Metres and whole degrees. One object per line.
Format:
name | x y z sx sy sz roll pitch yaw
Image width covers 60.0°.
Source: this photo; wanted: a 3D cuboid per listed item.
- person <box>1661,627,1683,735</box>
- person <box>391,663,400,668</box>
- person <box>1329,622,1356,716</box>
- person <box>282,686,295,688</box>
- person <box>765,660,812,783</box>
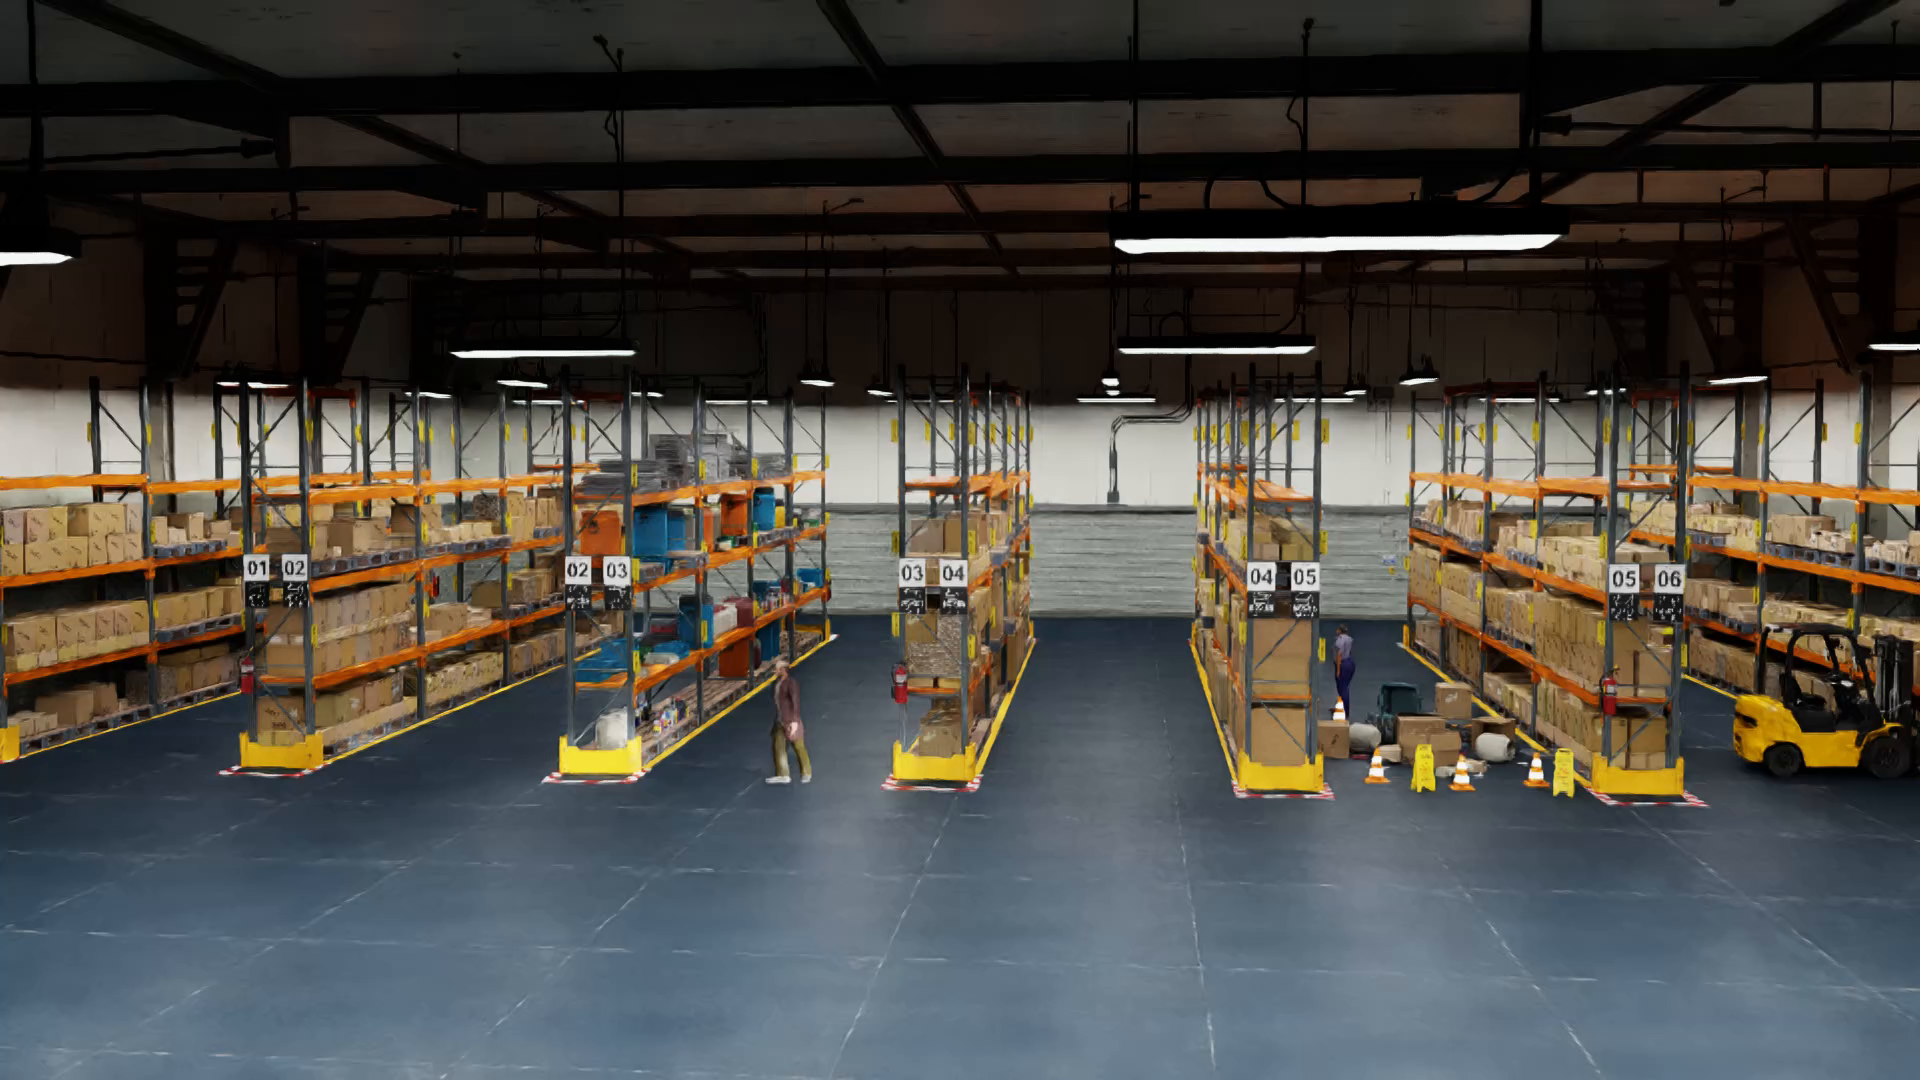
person | 11.780 2.328 27.706 0.580 1.760 0.673 3 5 37
person | -11.441 2.043 33.032 0.540 1.646 1.120 0 4 3
person | 6.746 2.286 29.480 0.462 1.640 0.523 3 5 37
person | -11.482 2.355 28.610 0.495 1.585 1.086 1 4 8
person | -2.443 2.690 23.839 0.655 1.576 0.607 -3 5 -39
